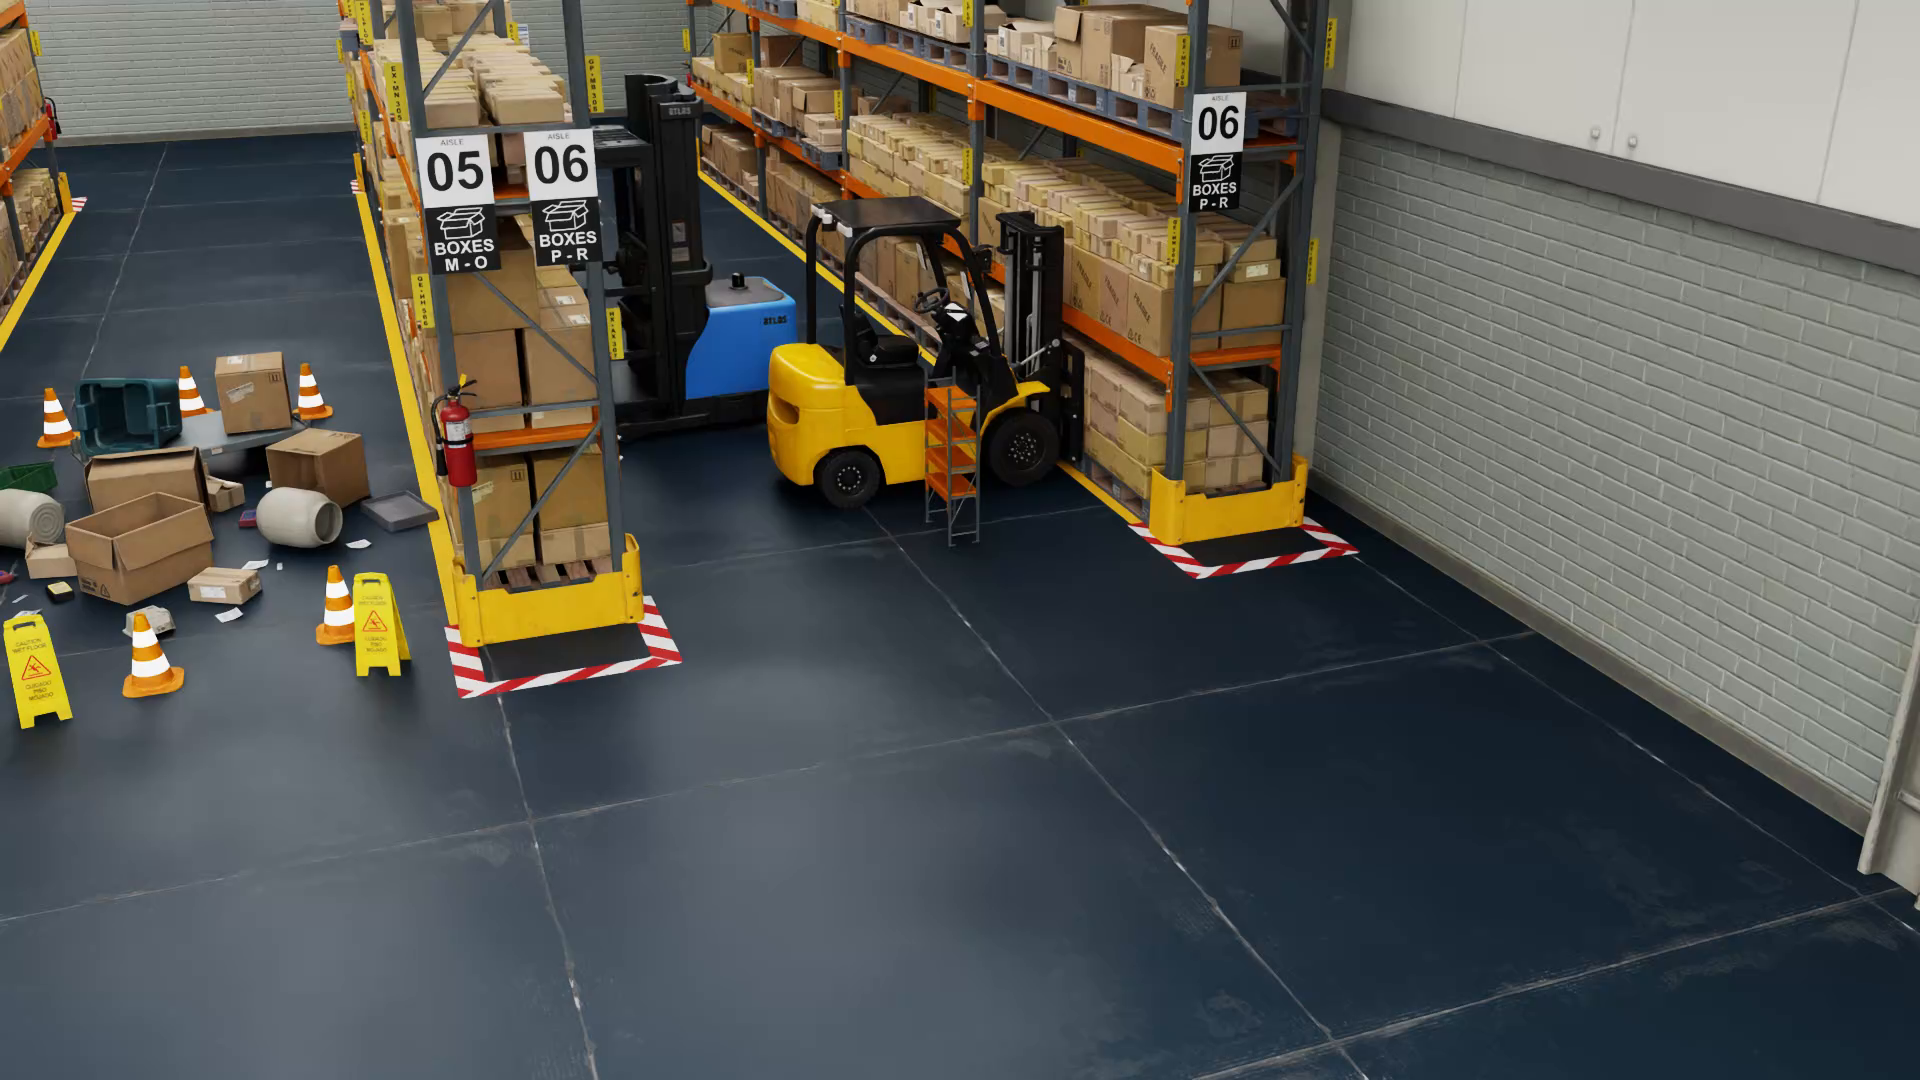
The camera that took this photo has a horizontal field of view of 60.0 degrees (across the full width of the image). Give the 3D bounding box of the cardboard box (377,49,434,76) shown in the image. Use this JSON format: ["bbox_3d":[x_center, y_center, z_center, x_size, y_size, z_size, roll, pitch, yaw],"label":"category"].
[{"bbox_3d":[-3.988,-3.445,11.995,0.380,0.149,0.250,-9,24,-19],"label":"cardboard box"}]

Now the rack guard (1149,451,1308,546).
[{"bbox_3d":[1.998,-0.325,12.378,1.175,0.500,0.348,-8,24,-19],"label":"rack guard"}]

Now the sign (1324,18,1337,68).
[{"bbox_3d":[2.511,-3.381,11.321,0.100,0.325,0.005,-8,24,-19],"label":"sign"}]

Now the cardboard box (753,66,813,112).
[{"bbox_3d":[-2.288,-5.879,21.667,0.700,0.500,0.500,-8,24,-18],"label":"cardboard box"}]

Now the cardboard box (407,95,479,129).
[{"bbox_3d":[-3.049,-2.520,9.801,0.380,0.149,0.250,-8,24,-18],"label":"cardboard box"}]

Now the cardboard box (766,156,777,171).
[{"bbox_3d":[-2.372,-5.020,22.140,0.380,0.149,0.250,-7,24,-16],"label":"cardboard box"}]

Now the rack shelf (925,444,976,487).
[{"bbox_3d":[-0.059,-0.551,12.186,0.258,0.148,0.480,-8,24,-19],"label":"rack shelf"}]

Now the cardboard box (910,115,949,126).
[{"bbox_3d":[-0.335,-4.567,18.260,0.380,0.149,0.250,-8,24,-18],"label":"cardboard box"}]

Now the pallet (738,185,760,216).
[{"bbox_3d":[-2.491,-4.811,23.392,1.003,0.211,1.213,-8,24,-19],"label":"pallet"}]

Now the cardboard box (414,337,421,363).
[{"bbox_3d":[-4.122,-1.523,13.199,0.380,0.149,0.250,-8,24,-18],"label":"cardboard box"}]

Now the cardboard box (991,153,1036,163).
[{"bbox_3d":[0.520,-3.637,16.053,0.380,0.149,0.250,-8,24,-19],"label":"cardboard box"}]

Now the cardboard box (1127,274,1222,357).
[{"bbox_3d":[1.570,-1.675,12.232,0.500,0.500,0.500,-9,24,-20],"label":"cardboard box"}]

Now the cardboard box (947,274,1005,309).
[{"bbox_3d":[0.382,-2.226,16.187,0.875,0.625,0.625,-7,24,-17],"label":"cardboard box"}]

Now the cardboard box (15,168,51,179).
[{"bbox_3d":[-12.476,-4.897,22.371,0.380,0.149,0.250,-8,24,-18],"label":"cardboard box"}]

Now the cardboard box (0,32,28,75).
[{"bbox_3d":[-12.327,-6.229,21.367,0.500,0.500,0.500,-9,25,-21],"label":"cardboard box"}]

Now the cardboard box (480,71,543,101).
[{"bbox_3d":[-2.918,-2.961,10.849,0.380,0.149,0.250,-8,24,-19],"label":"cardboard box"}]

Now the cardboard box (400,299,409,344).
[{"bbox_3d":[-5.021,-2.219,16.496,0.950,0.372,0.625,-9,24,-20],"label":"cardboard box"}]

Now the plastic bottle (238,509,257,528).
[{"bbox_3d":[-5.365,-0.176,12.590,0.133,0.061,0.283,-4,23,-10],"label":"plastic bottle"}]

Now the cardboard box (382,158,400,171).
[{"bbox_3d":[-4.113,-2.711,13.021,0.700,0.500,0.500,-9,24,-20],"label":"cardboard box"}]

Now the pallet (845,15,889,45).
[{"bbox_3d":[-0.513,-5.453,17.708,1.213,0.211,1.003,-7,24,-17],"label":"pallet"}]

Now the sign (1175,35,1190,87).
[{"bbox_3d":[1.477,-3.170,11.009,0.100,0.325,0.005,-8,24,-19],"label":"sign"}]

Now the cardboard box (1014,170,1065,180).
[{"bbox_3d":[0.687,-3.091,14.374,0.380,0.149,0.250,-9,24,-20],"label":"cardboard box"}]

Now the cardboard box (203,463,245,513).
[{"bbox_3d":[-5.786,-0.406,12.872,0.396,0.266,0.258,12,26,27],"label":"cardboard box"}]

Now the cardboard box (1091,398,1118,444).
[{"bbox_3d":[1.358,-0.960,13.022,0.500,0.250,0.500,-9,24,-20],"label":"cardboard box"}]

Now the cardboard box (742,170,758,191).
[{"bbox_3d":[-2.847,-5.071,23.400,0.396,0.266,0.258,-7,24,-17],"label":"cardboard box"}]

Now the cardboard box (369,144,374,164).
[{"bbox_3d":[-6.072,-4.198,17.898,0.500,0.250,0.500,-9,24,-20],"label":"cardboard box"}]

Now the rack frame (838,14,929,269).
[{"bbox_3d":[-0.837,-4.393,18.810,1.000,3.000,0.127,-8,24,-19],"label":"rack frame"}]

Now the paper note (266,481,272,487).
[{"bbox_3d":[-5.475,-0.462,13.307,0.148,0.019,0.142,-8,24,-19],"label":"paper note"}]

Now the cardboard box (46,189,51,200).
[{"bbox_3d":[-12.262,-4.577,21.994,0.380,0.149,0.250,-9,25,-21],"label":"cardboard box"}]

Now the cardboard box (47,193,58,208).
[{"bbox_3d":[-12.334,-4.539,22.286,0.380,0.149,0.250,-8,24,-17],"label":"cardboard box"}]

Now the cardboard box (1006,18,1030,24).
[{"bbox_3d":[0.460,-4.781,15.522,0.380,0.149,0.250,-8,24,-19],"label":"cardboard box"}]

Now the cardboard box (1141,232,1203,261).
[{"bbox_3d":[1.550,-2.154,12.153,0.380,0.149,0.250,-8,24,-19],"label":"cardboard box"}]

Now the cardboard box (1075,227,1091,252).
[{"bbox_3d":[1.129,-2.381,13.073,0.380,0.149,0.250,-8,24,-19],"label":"cardboard box"}]

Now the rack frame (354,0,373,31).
[{"bbox_3d":[-5.479,-6.475,16.025,1.000,3.000,0.127,-8,24,-19],"label":"rack frame"}]

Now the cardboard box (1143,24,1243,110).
[{"bbox_3d":[1.605,-3.281,11.512,0.500,0.500,0.500,-8,24,-17],"label":"cardboard box"}]

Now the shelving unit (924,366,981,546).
[{"bbox_3d":[-0.059,-0.613,12.160,0.258,1.200,0.503,-8,24,-19],"label":"shelving unit"}]

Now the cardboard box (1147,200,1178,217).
[{"bbox_3d":[1.713,-2.606,13.224,0.380,0.149,0.250,-9,24,-20],"label":"cardboard box"}]

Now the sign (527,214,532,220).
[{"bbox_3d":[-3.561,-2.733,13.757,0.100,0.325,0.005,-8,24,-19],"label":"sign"}]

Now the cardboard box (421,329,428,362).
[{"bbox_3d":[-3.448,-1.511,11.461,0.500,0.500,0.500,-8,24,-19],"label":"cardboard box"}]

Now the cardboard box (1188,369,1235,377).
[{"bbox_3d":[1.817,-1.255,13.077,0.500,0.250,0.500,-8,24,-19],"label":"cardboard box"}]

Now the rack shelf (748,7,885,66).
[{"bbox_3d":[-1.543,-6.170,20.091,1.077,0.370,4.000,-8,24,-19],"label":"rack shelf"}]

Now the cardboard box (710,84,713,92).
[{"bbox_3d":[-3.513,-6.749,24.725,0.380,0.149,0.250,-8,24,-17],"label":"cardboard box"}]

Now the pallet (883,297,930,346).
[{"bbox_3d":[-0.155,-2.361,17.579,1.003,0.211,1.213,-8,24,-19],"label":"pallet"}]

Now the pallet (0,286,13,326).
[{"bbox_3d":[-10.776,-2.436,17.758,1.003,0.211,1.213,-8,24,-19],"label":"pallet"}]

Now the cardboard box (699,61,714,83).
[{"bbox_3d":[-3.576,-6.982,24.764,0.500,0.250,0.500,-8,24,-18],"label":"cardboard box"}]

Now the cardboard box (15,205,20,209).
[{"bbox_3d":[-11.592,-3.949,20.120,0.380,0.149,0.250,-9,24,-20],"label":"cardboard box"}]

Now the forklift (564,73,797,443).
[{"bbox_3d":[-2.979,-2.388,14.141,3.031,2.935,1.130,-10,25,-22],"label":"forklift"}]

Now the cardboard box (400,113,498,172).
[{"bbox_3d":[-3.086,-2.403,10.036,0.500,0.250,0.500,-9,24,-20],"label":"cardboard box"}]

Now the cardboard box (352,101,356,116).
[{"bbox_3d":[-8.037,-6.082,22.689,0.500,0.500,0.500,-8,24,-19],"label":"cardboard box"}]

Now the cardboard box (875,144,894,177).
[{"bbox_3d":[-0.565,-3.984,17.391,0.500,0.250,0.500,-9,24,-20],"label":"cardboard box"}]

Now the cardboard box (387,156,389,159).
[{"bbox_3d":[-4.797,-3.138,14.781,0.500,0.500,0.500,-7,24,-17],"label":"cardboard box"}]

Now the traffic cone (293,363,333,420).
[{"bbox_3d":[-5.814,-1.346,14.848,0.336,0.463,0.334,-8,24,-19],"label":"traffic cone"}]

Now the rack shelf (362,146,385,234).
[{"bbox_3d":[-6.186,-4.105,19.054,1.077,0.370,4.000,-8,24,-19],"label":"rack shelf"}]

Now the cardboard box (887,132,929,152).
[{"bbox_3d":[-0.534,-4.114,17.184,0.380,0.149,0.250,-8,24,-18],"label":"cardboard box"}]

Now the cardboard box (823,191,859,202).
[{"bbox_3d":[-1.425,-4.074,19.898,0.380,0.149,0.250,-9,25,-21],"label":"cardboard box"}]

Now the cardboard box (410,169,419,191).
[{"bbox_3d":[-3.159,-2.247,10.181,0.380,0.149,0.250,-8,24,-19],"label":"cardboard box"}]
